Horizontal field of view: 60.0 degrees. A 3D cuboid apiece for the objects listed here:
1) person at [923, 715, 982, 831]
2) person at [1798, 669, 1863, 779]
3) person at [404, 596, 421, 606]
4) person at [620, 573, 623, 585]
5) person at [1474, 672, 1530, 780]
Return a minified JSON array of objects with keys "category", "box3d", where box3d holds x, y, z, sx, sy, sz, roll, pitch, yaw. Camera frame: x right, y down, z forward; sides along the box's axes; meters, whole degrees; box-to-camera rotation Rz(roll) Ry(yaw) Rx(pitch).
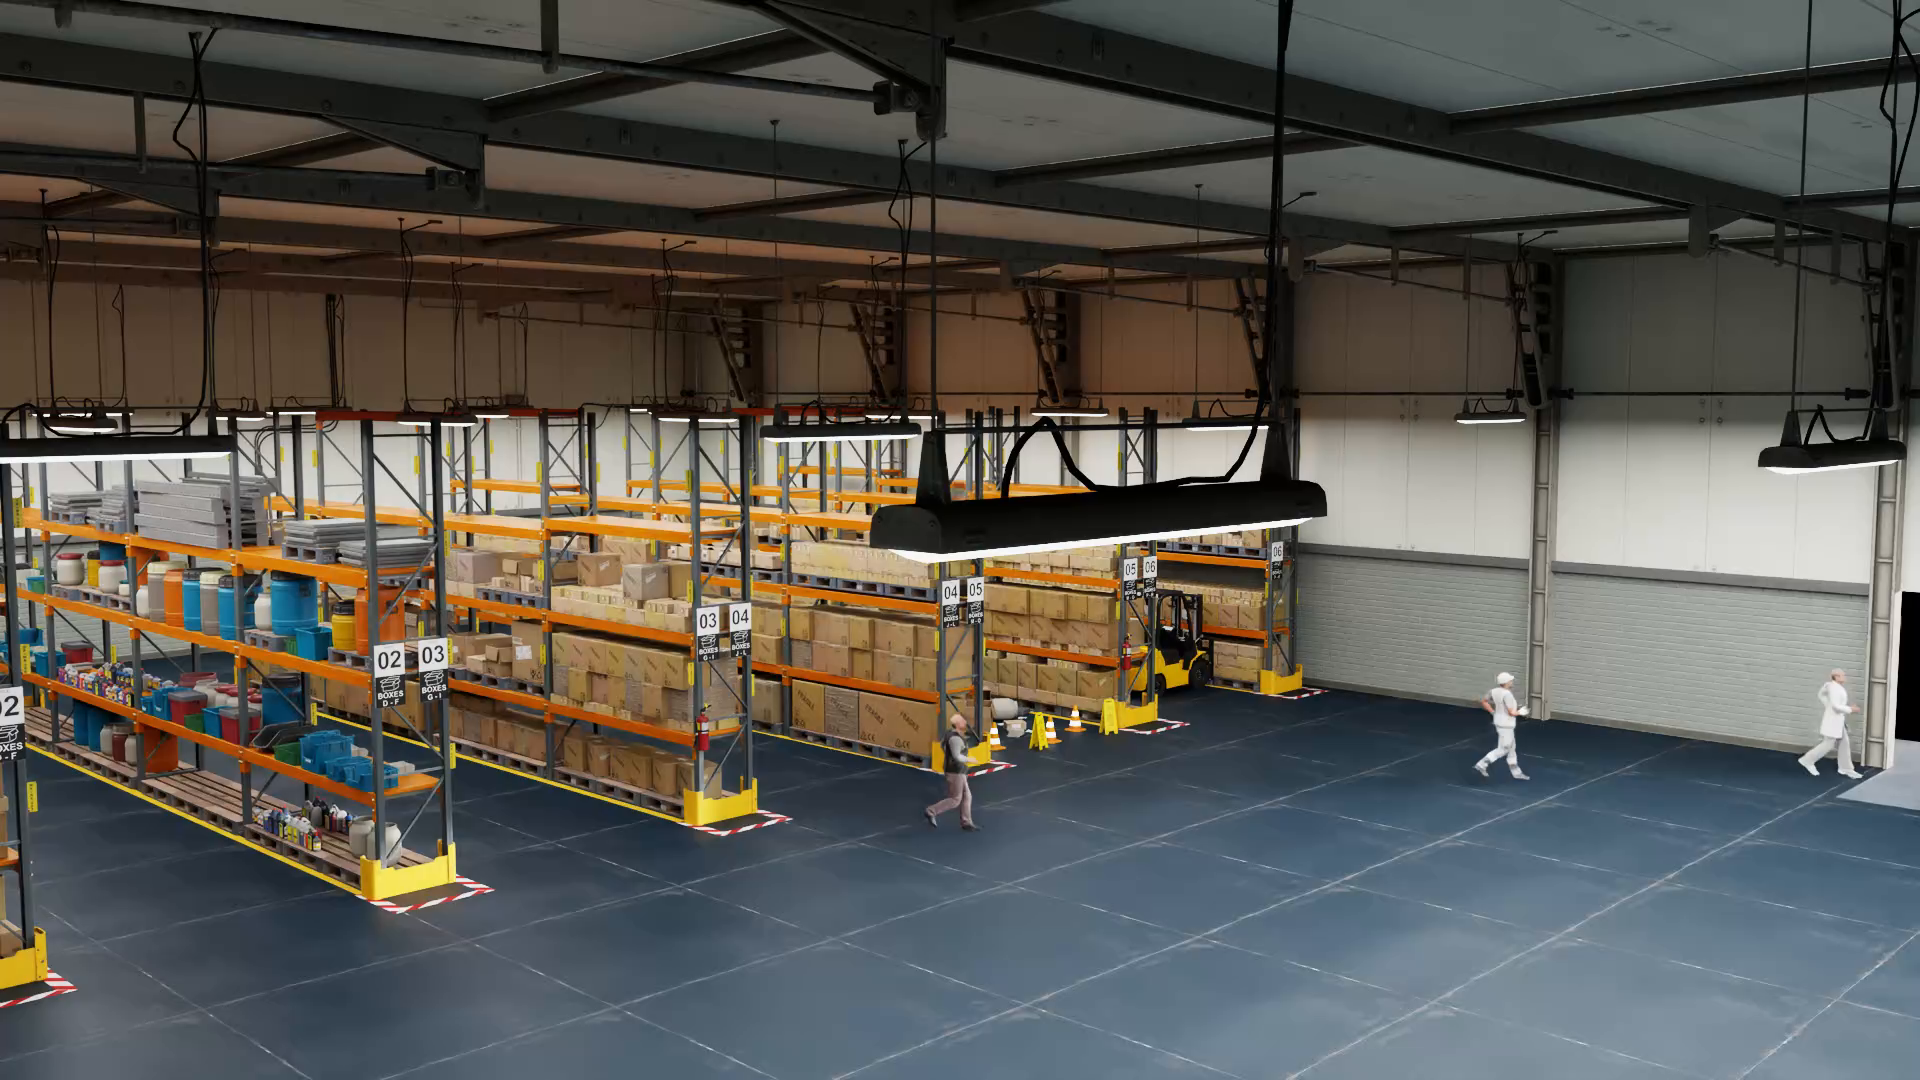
[{"category":"person","box3d":[-0.114,3.367,23.947,0.889,1.725,0.670,-1,5,-8]},{"category":"person","box3d":[14.365,3.004,27.379,0.953,1.800,0.736,3,6,27]},{"category":"person","box3d":[-12.845,2.055,38.673,0.735,1.808,0.696,1,5,11]},{"category":"person","box3d":[-9.104,1.567,43.791,0.939,1.718,0.701,-1,5,-10]},{"category":"person","box3d":[8.814,3.031,26.949,0.987,1.786,0.656,0,5,-5]}]
